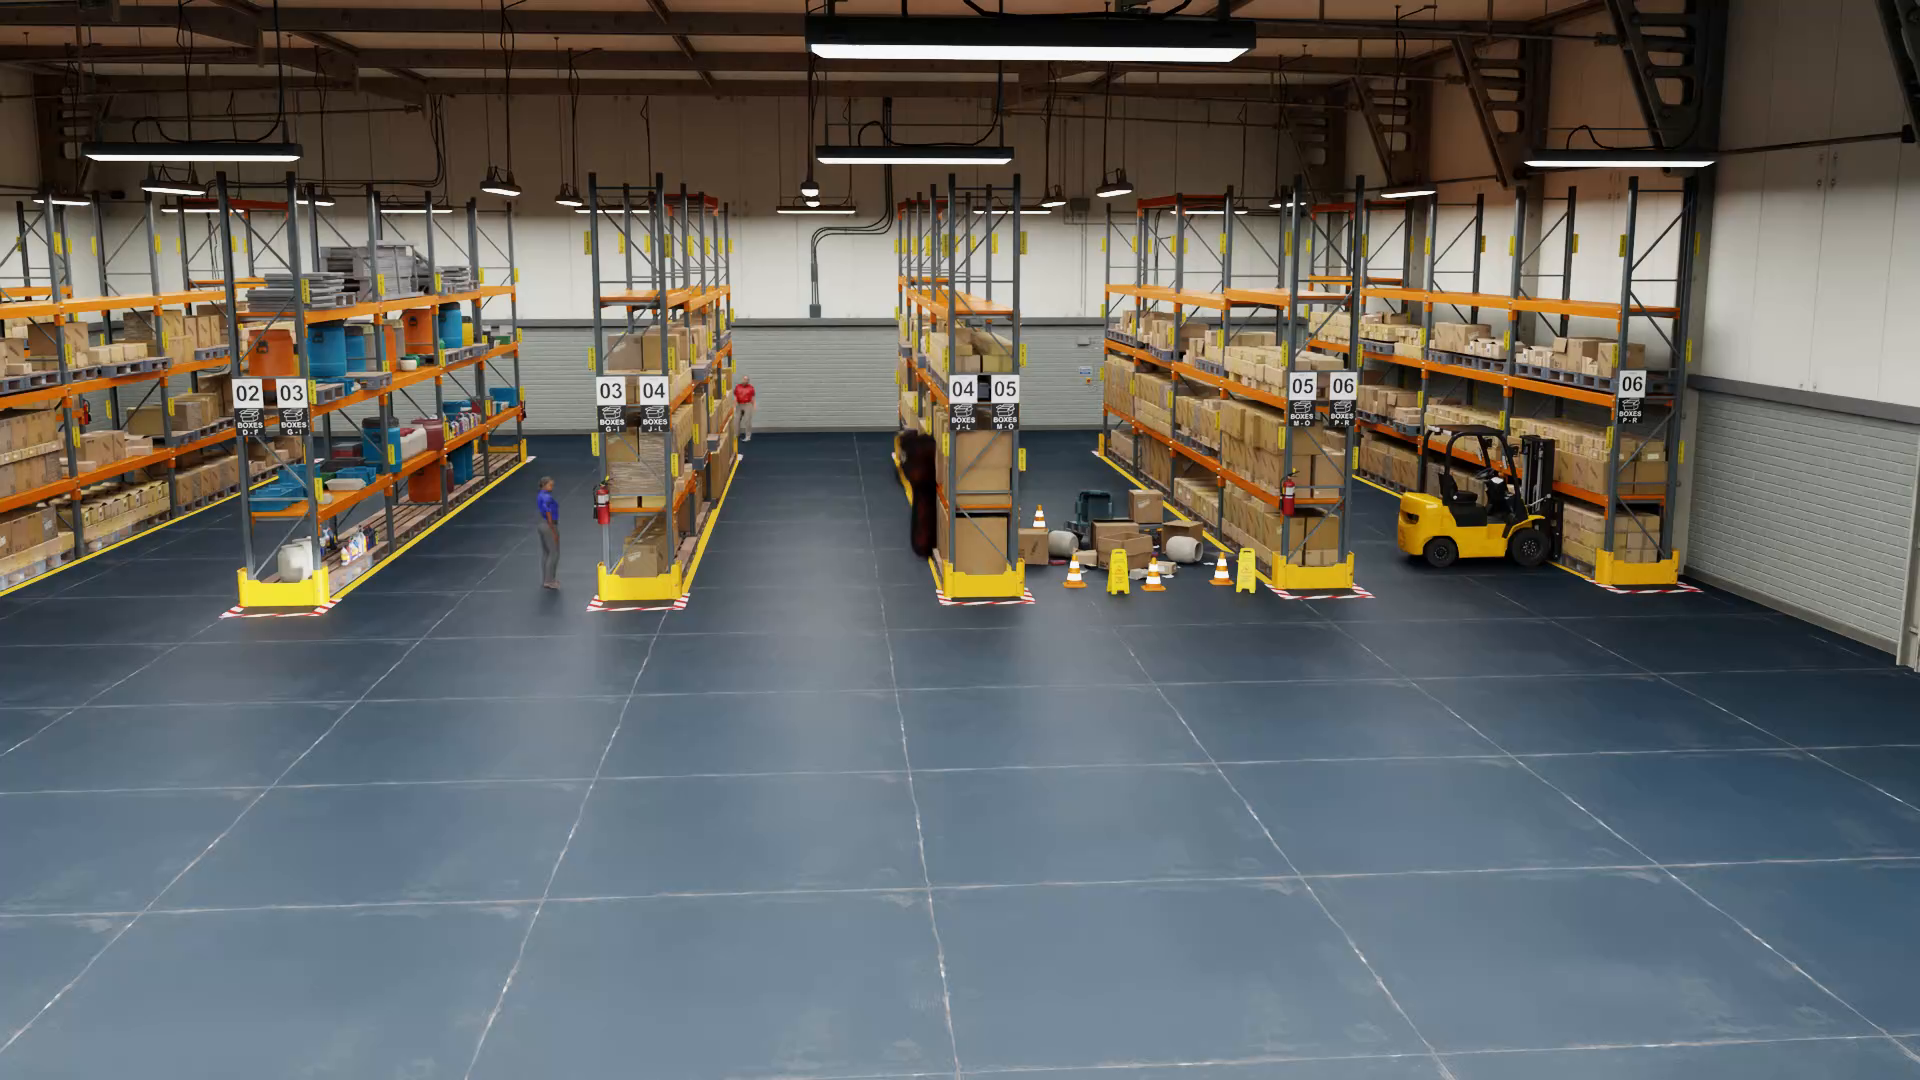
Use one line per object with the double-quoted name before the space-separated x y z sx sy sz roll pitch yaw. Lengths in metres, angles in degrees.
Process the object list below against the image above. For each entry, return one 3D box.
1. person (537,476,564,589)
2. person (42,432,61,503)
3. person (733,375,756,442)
"person" -6.066 -0.105 24.629 0.312 1.700 0.549 -5 11 -27
"person" -17.951 -1.597 32.572 0.472 1.743 0.973 0 10 1
"person" -5.624 -3.415 43.109 0.606 1.725 0.443 3 10 15
